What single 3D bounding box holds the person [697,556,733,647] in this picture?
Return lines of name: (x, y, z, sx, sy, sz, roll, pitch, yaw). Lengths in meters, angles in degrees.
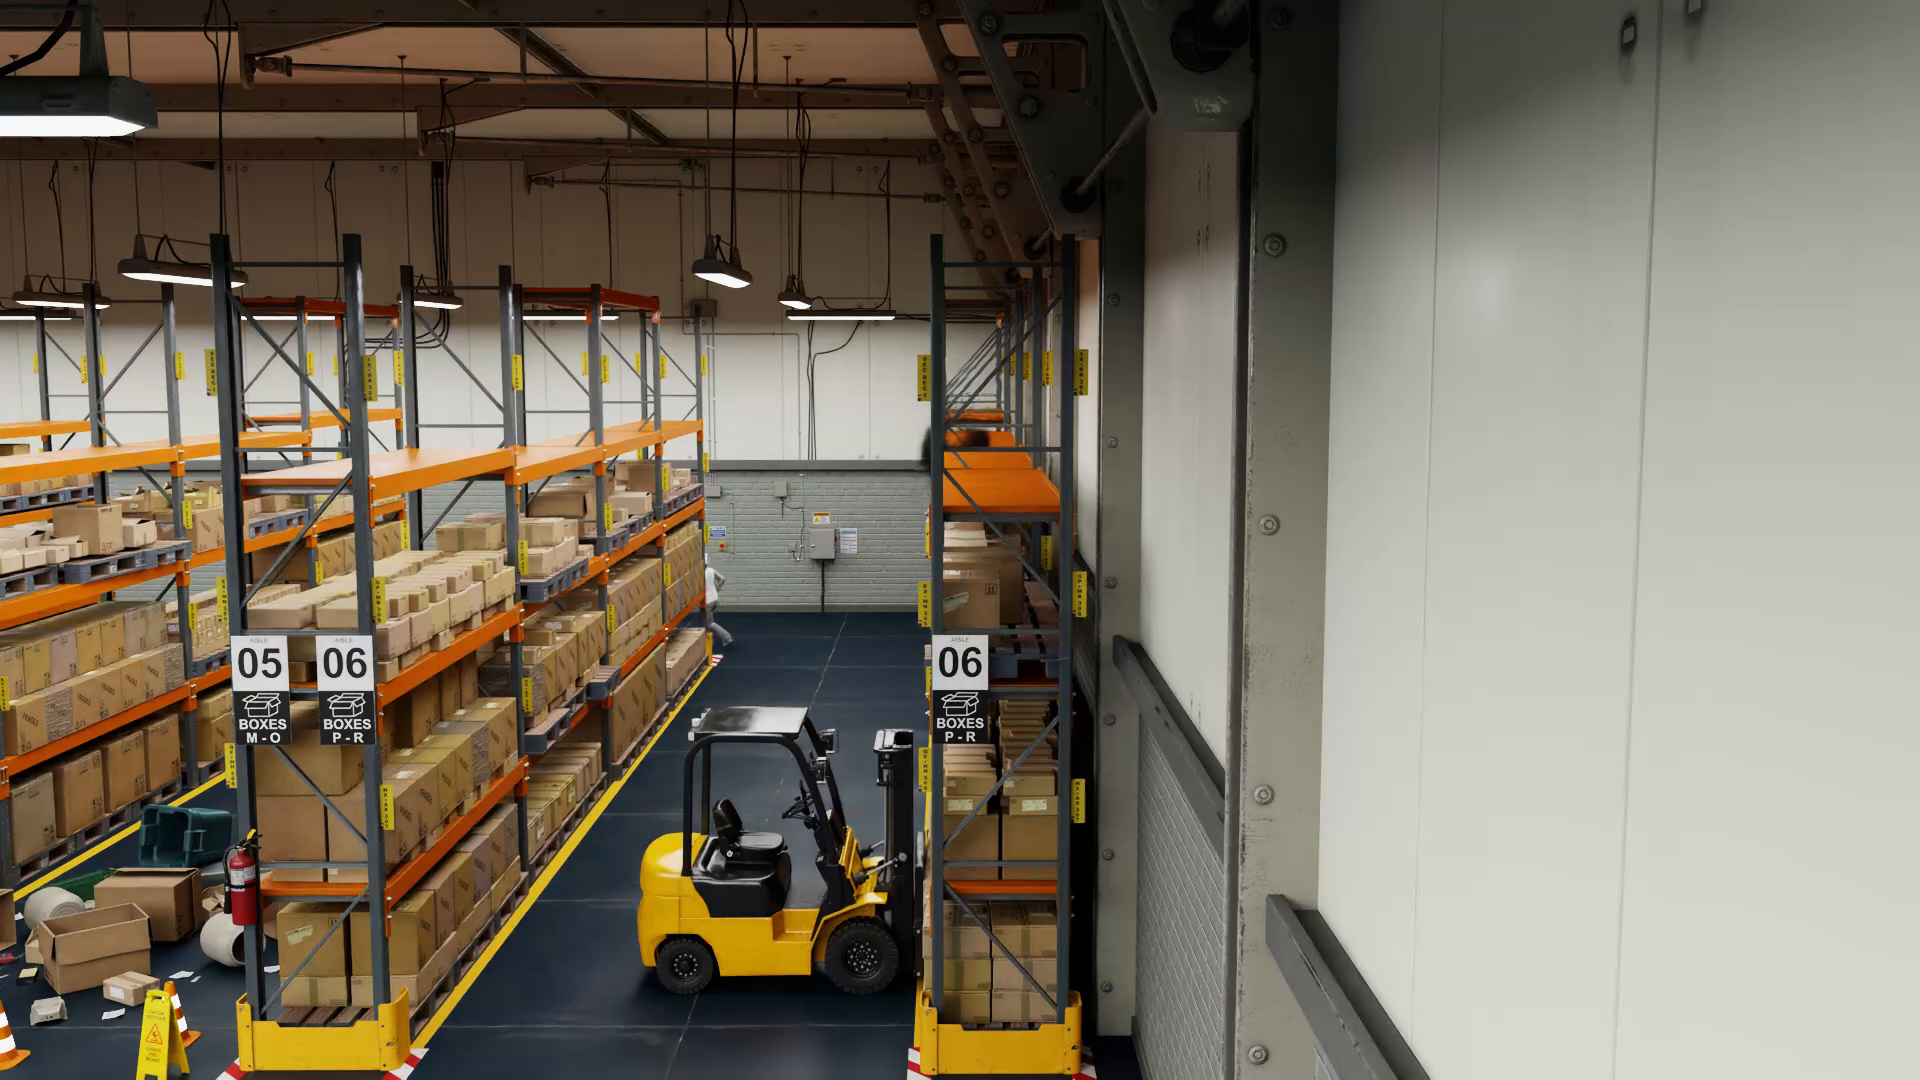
person: (-4.444, 1.122, 29.217, 0.792, 1.768, 0.729, 4, 7, 31)
